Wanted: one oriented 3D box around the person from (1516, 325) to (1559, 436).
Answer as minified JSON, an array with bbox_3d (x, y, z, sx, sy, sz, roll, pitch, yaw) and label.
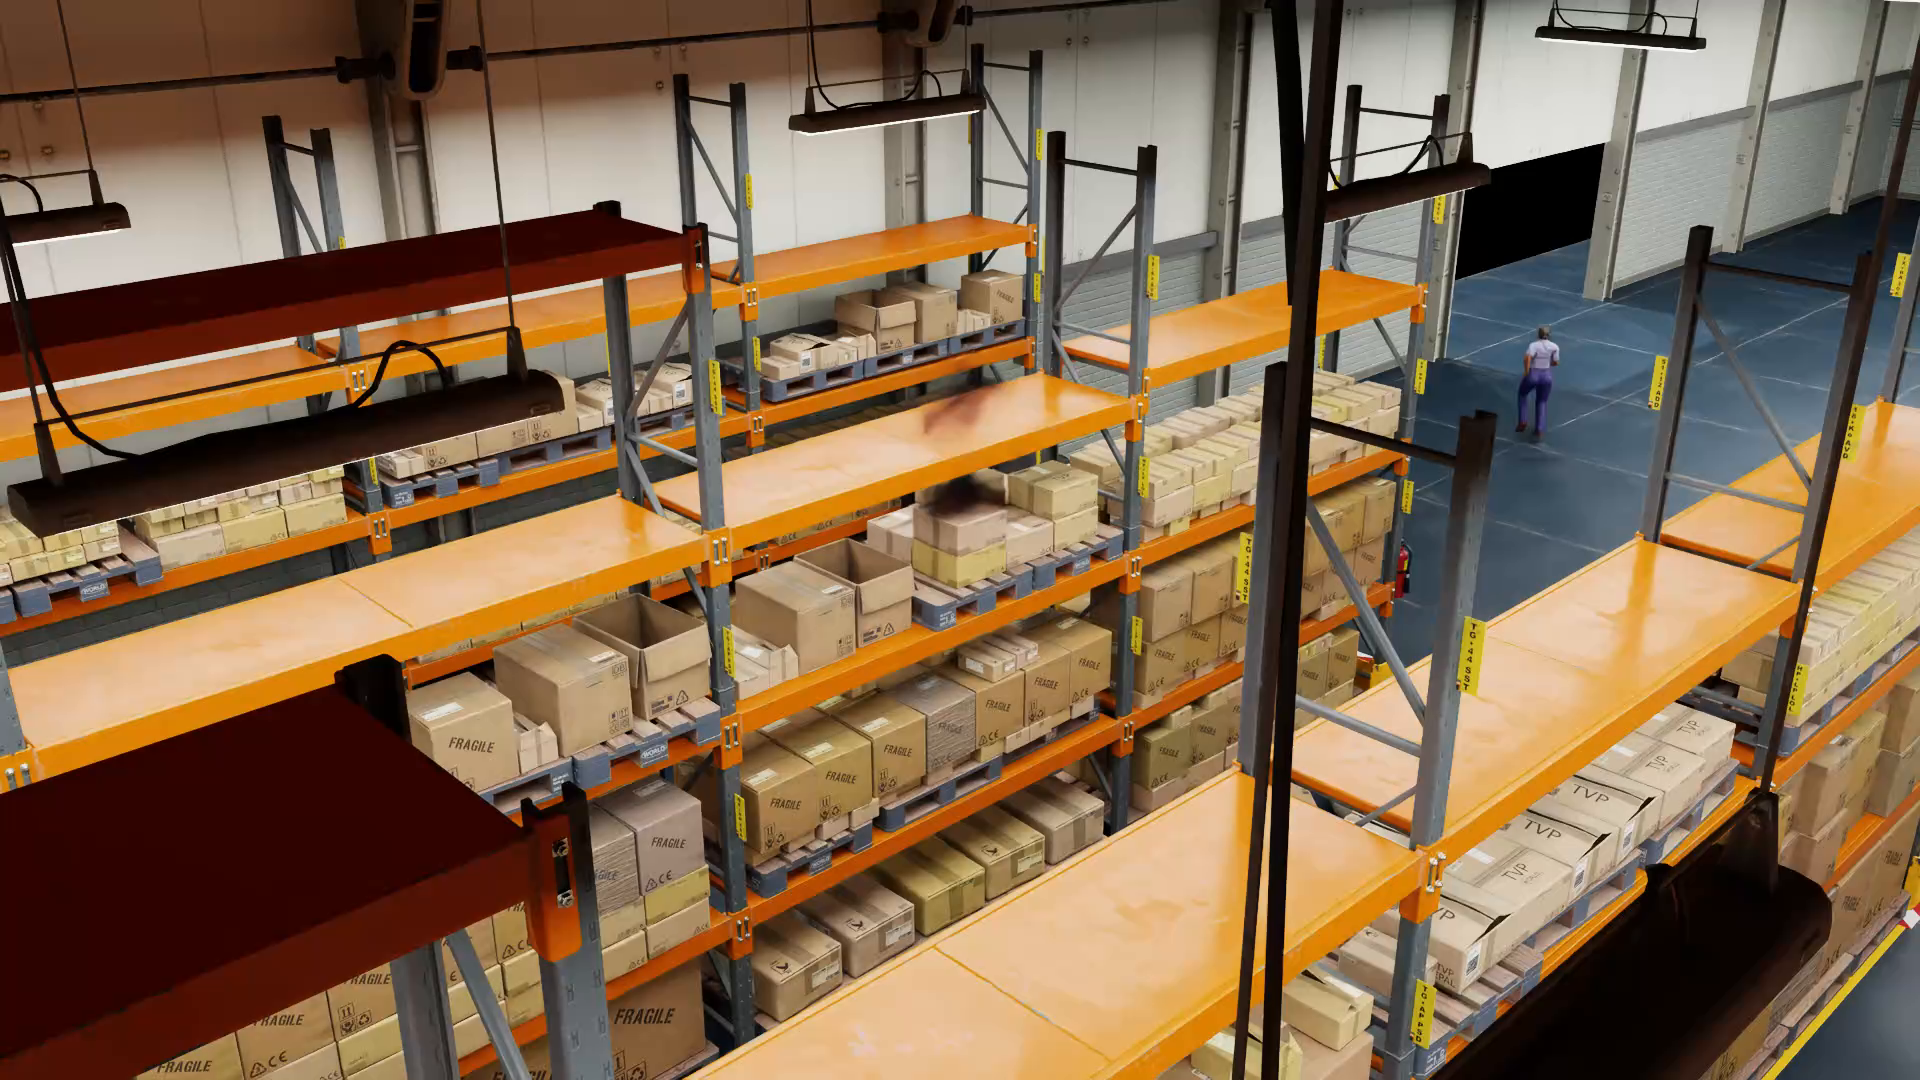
[{"bbox_3d":[8.449,-2.317,24.365,0.554,1.675,0.759,3,23,7],"label":"person"}]
